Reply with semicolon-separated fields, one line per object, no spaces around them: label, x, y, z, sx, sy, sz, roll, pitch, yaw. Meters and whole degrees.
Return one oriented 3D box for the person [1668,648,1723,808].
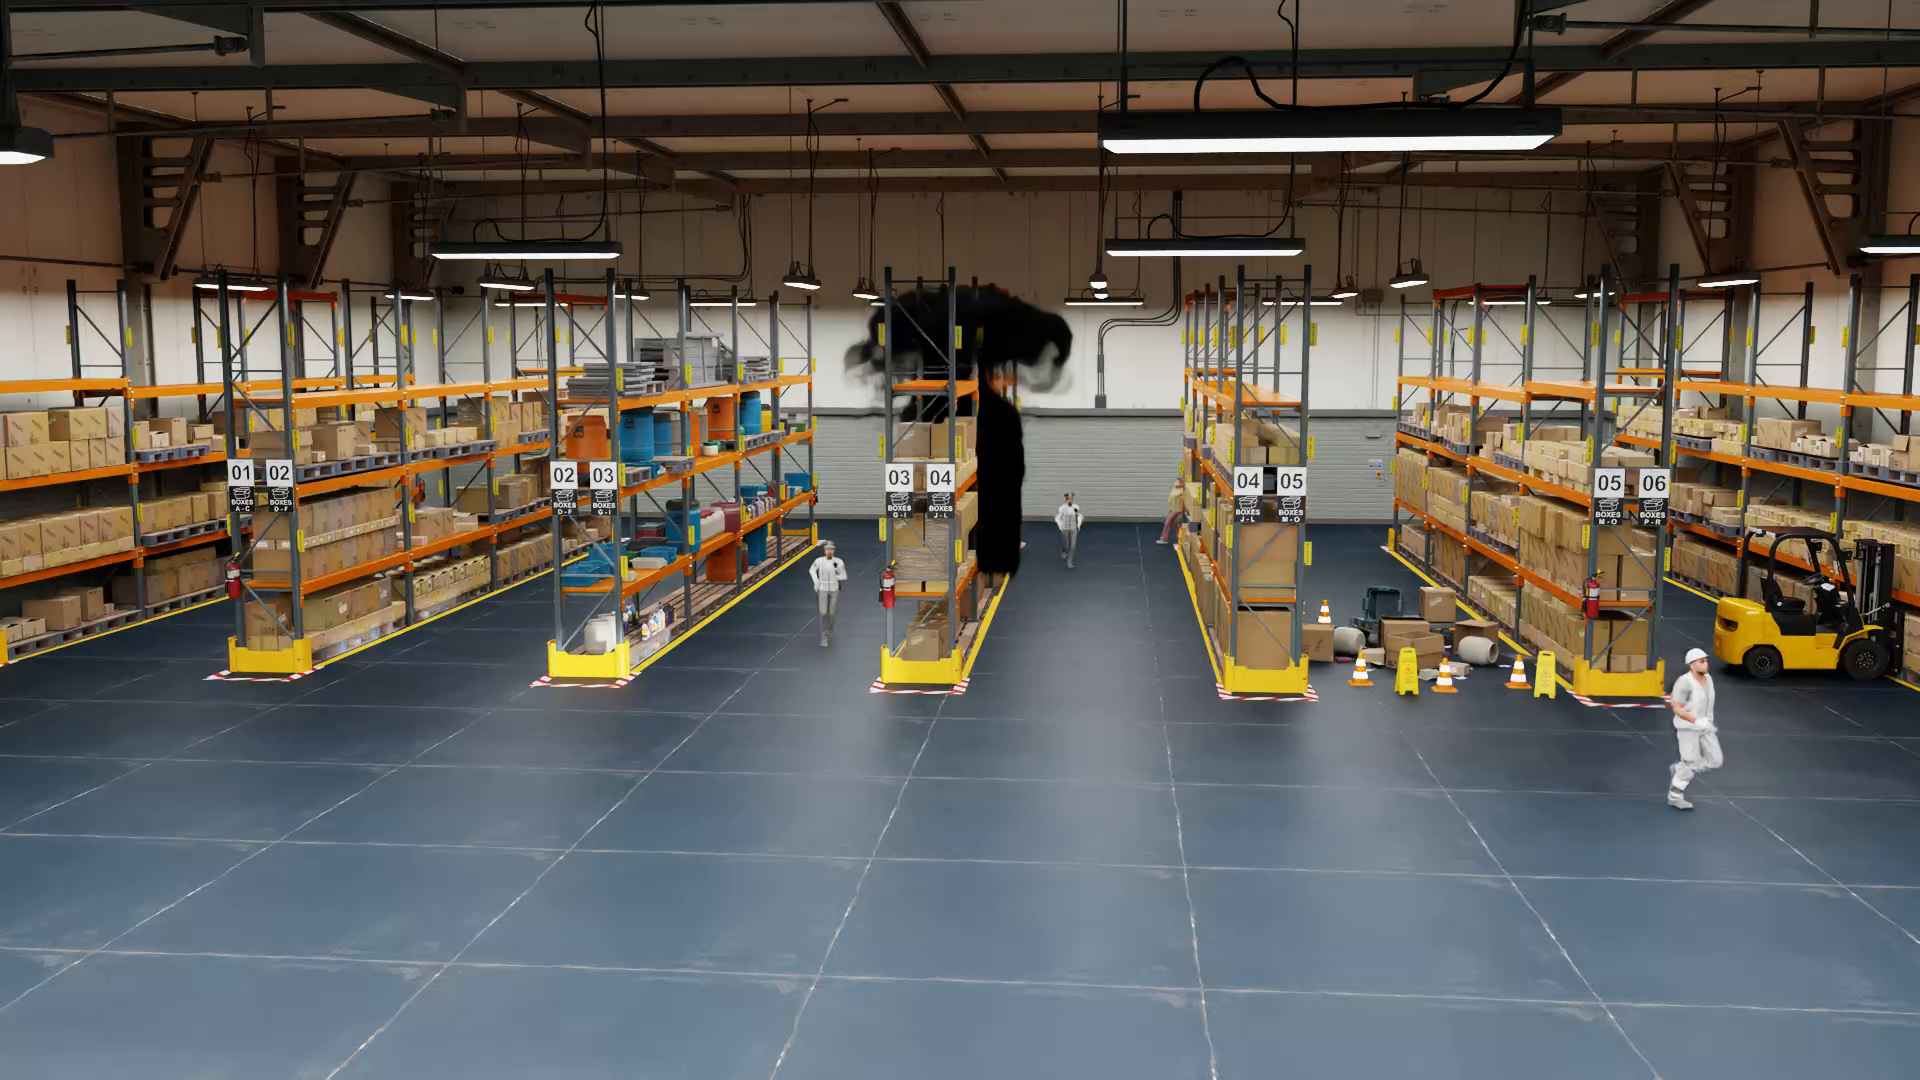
person;7.822;2.007;17.627;0.699;1.742;0.656;-4;8;-29

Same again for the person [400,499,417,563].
person;-11.650;-0.055;35.306;0.616;1.593;0.550;0;7;1

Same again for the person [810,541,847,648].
person;-2.142;0.874;27.202;0.593;1.754;0.754;-1;7;-9

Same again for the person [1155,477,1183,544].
person;5.241;-0.716;40.391;0.887;1.623;0.635;-4;8;-29

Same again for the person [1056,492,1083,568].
person;2.397;-0.241;36.520;0.606;1.653;0.693;-1;7;-5
